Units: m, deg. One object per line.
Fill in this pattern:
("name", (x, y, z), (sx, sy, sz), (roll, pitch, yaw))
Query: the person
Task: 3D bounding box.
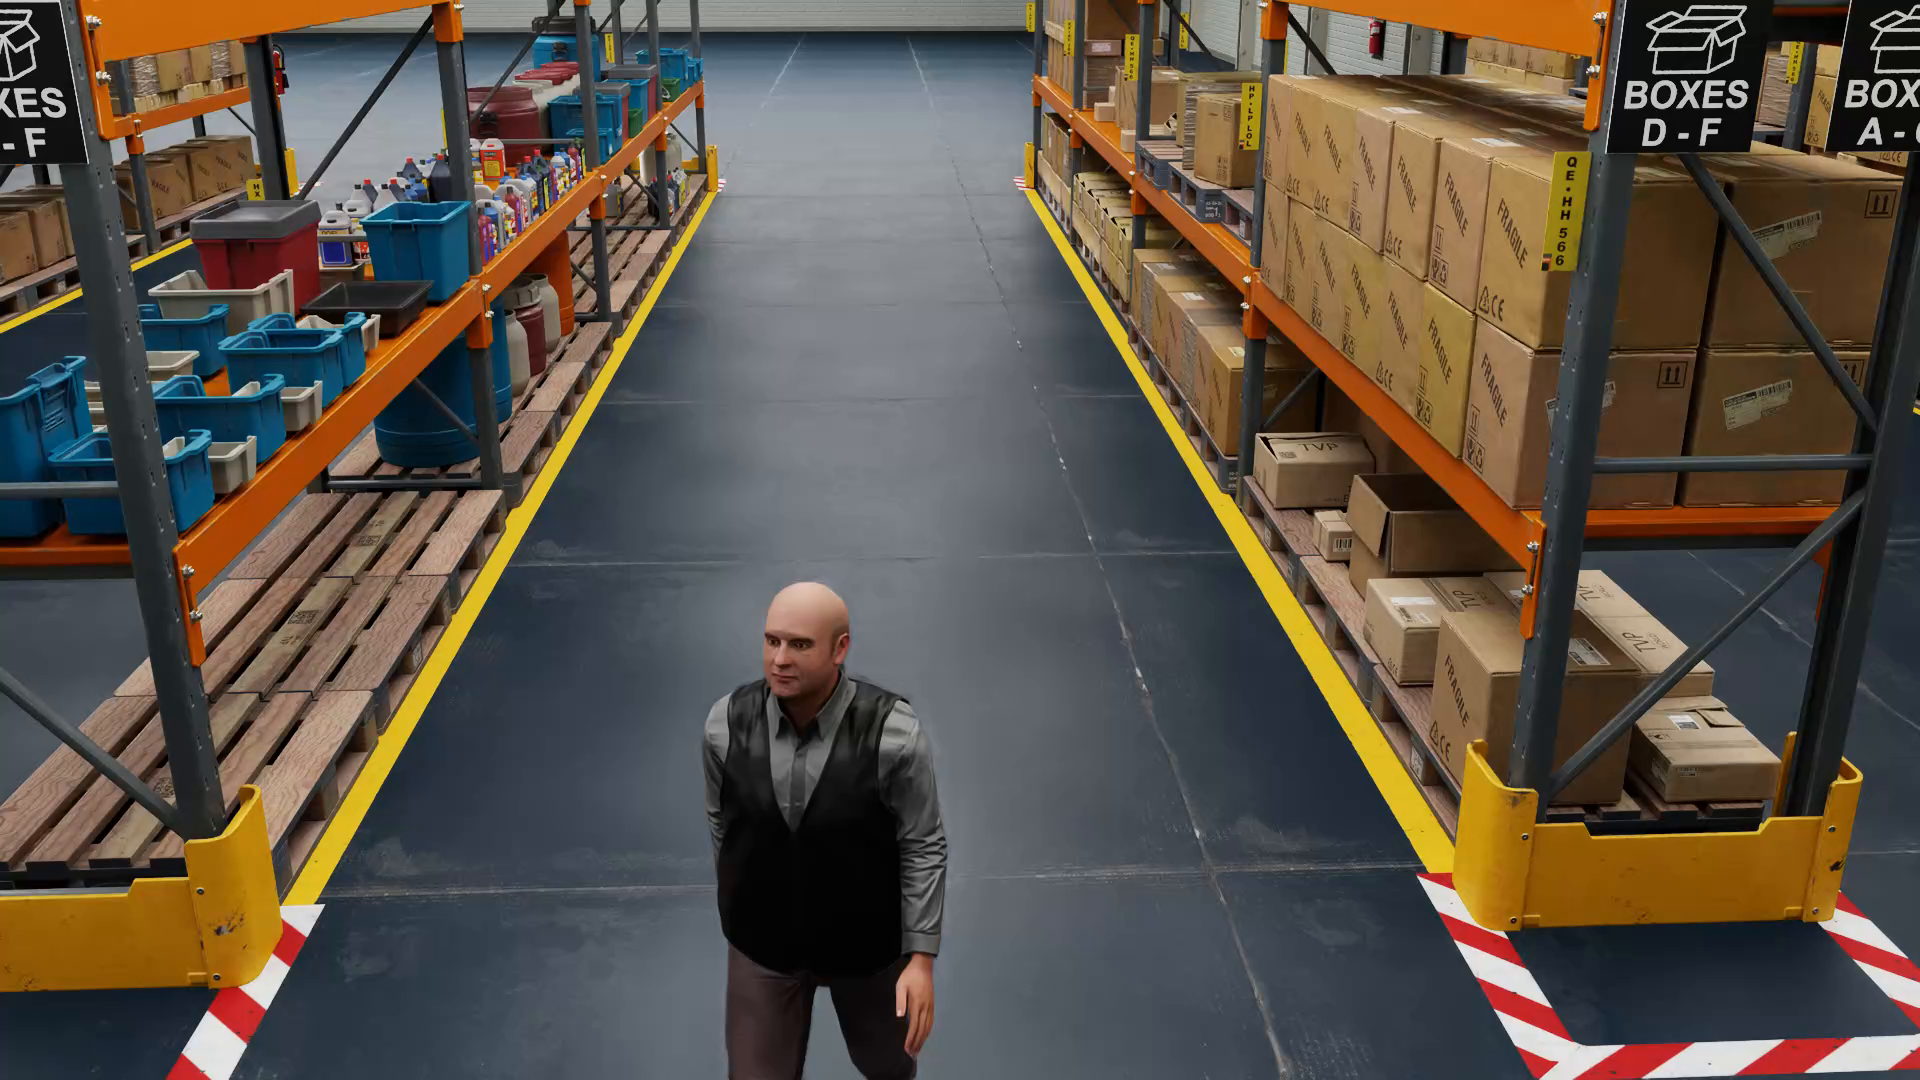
("person", (-0.301, 0.886, 3.708), (0.559, 1.677, 1.048), (2, 20, 5))
